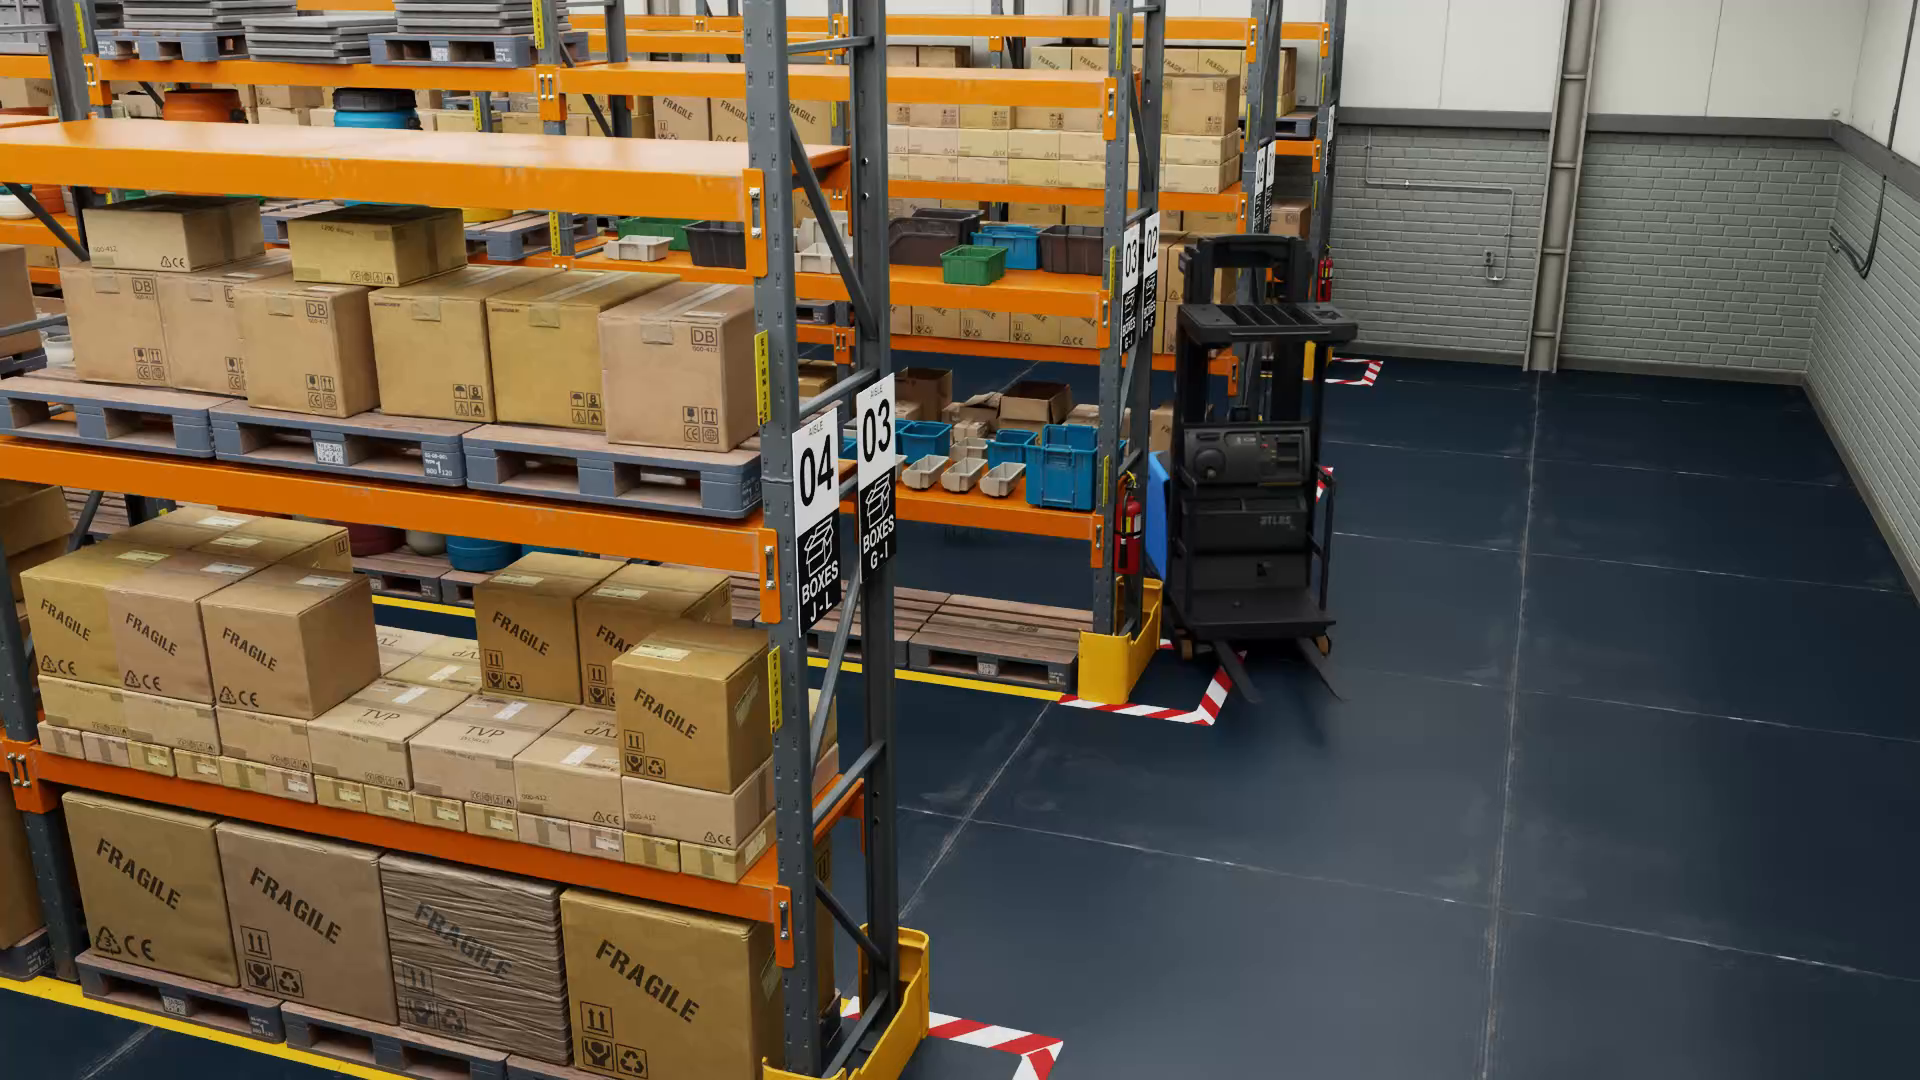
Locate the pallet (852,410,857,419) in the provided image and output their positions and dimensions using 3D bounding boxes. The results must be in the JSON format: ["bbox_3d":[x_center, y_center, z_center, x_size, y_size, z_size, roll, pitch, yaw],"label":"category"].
[{"bbox_3d":[-1.809,-1.214,17.738,1.213,0.211,1.003,7,20,18],"label":"pallet"}]

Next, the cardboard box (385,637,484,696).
[{"bbox_3d":[-2.330,0.688,7.822,0.500,0.250,0.500,6,20,17],"label":"cardboard box"}]

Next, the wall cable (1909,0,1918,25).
[{"bbox_3d":[8.710,-5.751,14.449,0.112,2.526,3.097,7,20,18],"label":"wall cable"}]

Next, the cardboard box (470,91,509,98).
[{"bbox_3d":[-6.473,-6.437,23.139,0.500,0.500,0.500,10,21,26],"label":"cardboard box"}]

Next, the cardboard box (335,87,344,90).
[{"bbox_3d":[-8.531,-6.417,23.688,0.500,0.500,0.500,6,20,16],"label":"cardboard box"}]

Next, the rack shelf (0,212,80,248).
[{"bbox_3d":[-8.325,-2.640,14.128,4.000,0.370,1.077,7,20,18],"label":"rack shelf"}]

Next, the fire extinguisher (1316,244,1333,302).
[{"bbox_3d":[4.363,-3.191,19.857,0.183,0.674,0.296,7,20,18],"label":"fire extinguisher"}]

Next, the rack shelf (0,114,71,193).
[{"bbox_3d":[-6.172,-1.895,8.042,4.000,0.370,1.077,7,20,18],"label":"rack shelf"}]

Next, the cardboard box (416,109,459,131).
[{"bbox_3d":[-5.755,-4.513,17.999,0.500,0.250,0.500,7,20,20],"label":"cardboard box"}]

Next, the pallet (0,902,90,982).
[{"bbox_3d":[-5.036,1.882,8.856,1.213,0.211,1.003,7,20,18],"label":"pallet"}]

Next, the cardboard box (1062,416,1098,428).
[{"bbox_3d":[1.268,-1.026,16.471,0.500,0.250,0.500,7,20,18],"label":"cardboard box"}]

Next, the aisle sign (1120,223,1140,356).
[{"bbox_3d":[1.093,-1.611,10.693,0.004,0.787,0.394,7,20,18],"label":"aisle sign"}]

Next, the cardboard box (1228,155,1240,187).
[{"bbox_3d":[2.348,-3.503,15.738,0.500,0.250,0.500,7,20,18],"label":"cardboard box"}]

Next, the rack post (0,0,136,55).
[{"bbox_3d":[-8.326,-4.520,13.569,3.121,1.000,1.013,7,20,18],"label":"rack post"}]

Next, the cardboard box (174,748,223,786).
[{"bbox_3d":[-3.366,0.964,7.636,0.250,0.149,0.380,6,20,17],"label":"cardboard box"}]

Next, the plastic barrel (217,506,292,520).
[{"bbox_3d":[-5.968,-0.473,14.035,0.708,0.830,0.600,7,20,18],"label":"plastic barrel"}]

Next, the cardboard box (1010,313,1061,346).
[{"bbox_3d":[0.801,-2.198,16.174,0.500,0.500,0.500,6,20,17],"label":"cardboard box"}]

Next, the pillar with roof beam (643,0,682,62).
[{"bbox_3d":[-5.542,-6.331,19.067,0.400,9.000,9.100,7,20,18],"label":"pillar with roof beam"}]

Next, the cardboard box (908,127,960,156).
[{"bbox_3d":[-0.178,-3.853,15.984,0.500,0.250,0.500,7,20,18],"label":"cardboard box"}]

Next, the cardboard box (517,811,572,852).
[{"bbox_3d":[-1.668,1.157,7.080,0.250,0.149,0.380,7,20,19],"label":"cardboard box"}]

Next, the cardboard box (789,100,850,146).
[{"bbox_3d":[-1.480,-4.241,16.687,0.600,0.600,0.600,5,20,13],"label":"cardboard box"}]

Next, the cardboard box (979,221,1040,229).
[{"bbox_3d":[0.495,-2.891,16.641,0.500,0.500,0.500,7,20,18],"label":"cardboard box"}]

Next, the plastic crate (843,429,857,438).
[{"bbox_3d":[-0.914,-0.724,12.406,0.466,0.136,0.293,7,20,18],"label":"plastic crate"}]

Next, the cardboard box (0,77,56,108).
[{"bbox_3d":[-10.885,-5.214,19.418,0.500,0.500,0.500,7,20,18],"label":"cardboard box"}]

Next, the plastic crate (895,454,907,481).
[{"bbox_3d":[-0.535,-0.503,11.771,0.250,0.136,0.298,7,20,18],"label":"plastic crate"}]

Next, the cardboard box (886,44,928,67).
[{"bbox_3d":[-0.721,-6.211,21.322,0.500,0.250,0.500,6,20,16],"label":"cardboard box"}]

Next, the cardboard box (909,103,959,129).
[{"bbox_3d":[-0.131,-4.252,15.988,0.500,0.500,0.700,7,20,18],"label":"cardboard box"}]

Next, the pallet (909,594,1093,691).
[{"bbox_3d":[0.355,0.733,12.153,1.213,0.211,1.003,7,20,18],"label":"pallet"}]

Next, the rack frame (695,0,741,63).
[{"bbox_3d":[-3.185,-7.260,21.733,0.127,3.000,1.000,7,20,18],"label":"rack frame"}]

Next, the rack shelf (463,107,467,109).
[{"bbox_3d":[-8.852,-6.152,24.204,4.000,0.370,1.077,7,20,18],"label":"rack shelf"}]

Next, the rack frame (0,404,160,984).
[{"bbox_3d":[-4.283,0.625,8.226,0.127,3.000,1.000,7,20,18],"label":"rack frame"}]

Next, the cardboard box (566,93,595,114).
[{"bbox_3d":[-3.915,-4.718,17.327,0.500,0.500,0.500,7,20,18],"label":"cardboard box"}]

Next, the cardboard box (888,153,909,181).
[{"bbox_3d":[-0.650,-3.671,16.220,0.500,0.250,0.500,7,20,18],"label":"cardboard box"}]

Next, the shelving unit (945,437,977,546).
[{"bbox_3d":[0.008,-0.424,14.426,0.210,0.900,0.258,7,20,18],"label":"shelving unit"}]

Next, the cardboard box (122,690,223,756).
[{"bbox_3d":[-3.457,0.743,7.664,0.500,0.250,0.500,6,20,18],"label":"cardboard box"}]

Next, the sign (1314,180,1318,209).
[{"bbox_3d":[4.181,-4.054,19.532,0.005,0.325,0.100,7,20,18],"label":"sign"}]

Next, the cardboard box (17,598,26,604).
[{"bbox_3d":[-4.635,0.451,8.575,0.500,0.500,0.500,7,20,18],"label":"cardboard box"}]

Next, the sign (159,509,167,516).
[{"bbox_3d":[-4.102,0.006,8.566,0.005,0.325,0.100,7,20,18],"label":"sign"}]

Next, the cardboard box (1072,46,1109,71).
[{"bbox_3d":[1.663,-5.723,20.178,0.500,0.500,0.500,6,20,17],"label":"cardboard box"}]

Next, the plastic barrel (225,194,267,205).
[{"bbox_3d":[-5.510,-2.702,12.812,0.294,0.245,0.294,0,19,0],"label":"plastic barrel"}]

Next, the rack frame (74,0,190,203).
[{"bbox_3d":[-6.436,-4.180,12.896,0.127,3.000,1.000,7,20,18],"label":"rack frame"}]

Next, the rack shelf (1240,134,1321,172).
[{"bbox_3d":[2.483,-4.856,20.485,4.000,0.370,1.077,7,20,18],"label":"rack shelf"}]

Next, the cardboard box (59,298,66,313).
[{"bbox_3d":[-10.514,-2.715,20.207,0.500,0.500,0.500,7,20,18],"label":"cardboard box"}]

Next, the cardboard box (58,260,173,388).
[{"bbox_3d":[-3.524,-1.018,7.441,0.500,0.500,0.700,5,20,15],"label":"cardboard box"}]

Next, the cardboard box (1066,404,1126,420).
[{"bbox_3d":[1.385,-1.187,16.933,0.500,0.250,0.500,7,20,18],"label":"cardboard box"}]

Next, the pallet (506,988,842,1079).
[{"bbox_3d":[-1.285,2.312,7.623,1.213,0.211,1.003,7,20,18],"label":"pallet"}]

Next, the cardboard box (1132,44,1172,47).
[{"bbox_3d":[2.320,-5.832,20.492,0.500,0.500,0.500,6,20,16],"label":"cardboard box"}]

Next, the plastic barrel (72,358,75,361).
[{"bbox_3d":[-6.974,-1.367,13.734,0.708,0.536,0.600,7,20,18],"label":"plastic barrel"}]

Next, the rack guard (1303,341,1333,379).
[{"bbox_3d":[4.395,-2.380,20.645,0.348,0.500,1.175,7,20,18],"label":"rack guard"}]

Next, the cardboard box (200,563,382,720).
[{"bbox_3d":[-2.959,0.443,7.385,0.500,0.500,0.500,6,20,16],"label":"cardboard box"}]

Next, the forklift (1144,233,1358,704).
[{"bbox_3d":[2.107,-0.617,11.892,1.130,2.935,3.031,-2,19,-4],"label":"forklift"}]
